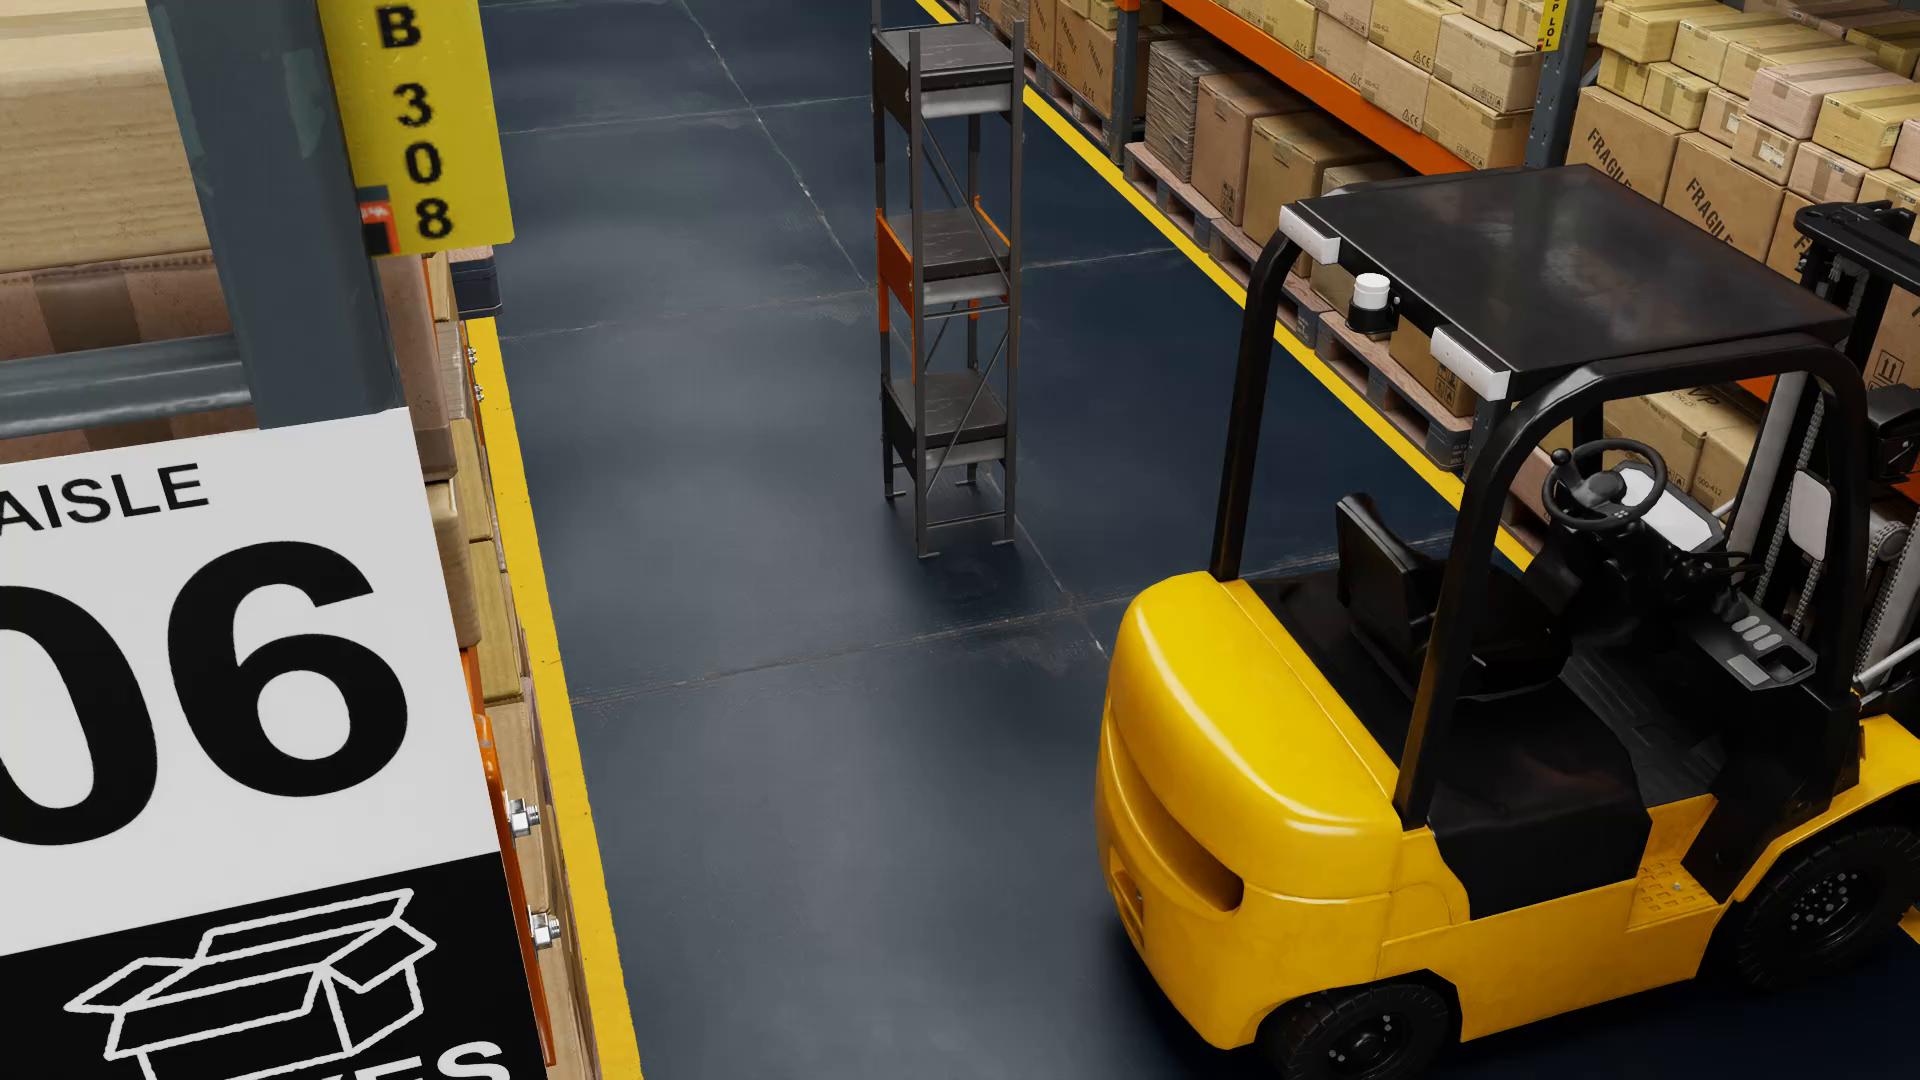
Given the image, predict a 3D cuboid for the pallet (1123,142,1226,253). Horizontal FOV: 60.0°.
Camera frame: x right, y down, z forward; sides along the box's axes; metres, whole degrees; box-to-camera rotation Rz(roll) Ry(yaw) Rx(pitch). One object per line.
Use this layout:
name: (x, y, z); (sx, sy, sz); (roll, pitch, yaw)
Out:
pallet: (1.637, -2.055, 9.669); (1.003, 0.211, 1.213); (-10, 35, -15)

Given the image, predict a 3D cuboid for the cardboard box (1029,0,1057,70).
cardboard box: (0.785, -3.514, 11.234); (0.500, 0.500, 0.500); (-9, 34, -13)

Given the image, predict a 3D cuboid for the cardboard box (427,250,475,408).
cardboard box: (-1.547, -0.426, 4.313); (0.500, 0.500, 0.500); (-9, 34, -13)

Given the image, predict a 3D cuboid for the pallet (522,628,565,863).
pallet: (-1.844, 0.789, 5.364); (1.003, 0.211, 1.213); (-10, 35, -15)

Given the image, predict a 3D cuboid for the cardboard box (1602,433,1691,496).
cardboard box: (2.653, -0.224, 6.028); (0.500, 0.250, 0.500); (-10, 35, -15)

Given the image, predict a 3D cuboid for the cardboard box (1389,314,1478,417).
cardboard box: (2.474, -1.014, 7.337); (0.875, 0.625, 0.625); (-8, 34, -13)

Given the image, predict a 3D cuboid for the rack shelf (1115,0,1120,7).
rack shelf: (0.813, -4.407, 11.351); (1.077, 0.370, 4.000); (-10, 35, -15)

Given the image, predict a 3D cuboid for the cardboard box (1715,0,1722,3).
cardboard box: (2.741, -2.090, 6.513); (0.380, 0.149, 0.250); (-11, 35, -16)

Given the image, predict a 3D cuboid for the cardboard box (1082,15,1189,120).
cardboard box: (1.090, -2.976, 10.419); (0.500, 0.500, 0.500); (-9, 35, -13)

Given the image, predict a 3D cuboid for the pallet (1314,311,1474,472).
pallet: (2.382, -0.774, 7.730); (1.003, 0.211, 1.213); (-10, 35, -15)

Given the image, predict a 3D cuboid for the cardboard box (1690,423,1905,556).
cardboard box: (2.801, -0.166, 5.487); (0.500, 0.250, 0.500); (-9, 34, -13)

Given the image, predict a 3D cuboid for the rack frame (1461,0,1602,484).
rack frame: (2.643, -1.557, 6.386); (1.000, 3.000, 0.127); (-10, 35, -15)

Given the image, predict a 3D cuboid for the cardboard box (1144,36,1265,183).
cardboard box: (1.601, -2.512, 9.604); (0.875, 0.625, 0.625); (-9, 34, -13)

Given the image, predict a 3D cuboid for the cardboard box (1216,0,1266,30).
cardboard box: (1.638, -2.787, 8.382); (0.500, 0.250, 0.500); (-11, 35, -16)

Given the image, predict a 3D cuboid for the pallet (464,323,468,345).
pallet: (-3.066, -1.247, 8.445); (1.003, 0.211, 1.213); (-10, 35, -15)

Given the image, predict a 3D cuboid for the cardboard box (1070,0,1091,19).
cardboard box: (0.919, -3.415, 10.496); (0.380, 0.149, 0.250); (-12, 35, -17)

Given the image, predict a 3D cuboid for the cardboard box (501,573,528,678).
cardboard box: (-1.490, 0.471, 4.750); (0.500, 0.500, 0.500); (-9, 35, -14)

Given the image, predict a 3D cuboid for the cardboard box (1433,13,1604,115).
cardboard box: (2.250, -1.918, 6.615); (0.500, 0.250, 0.500); (-11, 35, -16)

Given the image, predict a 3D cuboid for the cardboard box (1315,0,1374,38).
cardboard box: (1.936, -2.456, 7.429); (0.500, 0.250, 0.500); (-9, 35, -14)

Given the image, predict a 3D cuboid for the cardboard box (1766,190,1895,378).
cardboard box: (2.860, -0.786, 5.128); (0.500, 0.500, 0.500); (-10, 35, -15)

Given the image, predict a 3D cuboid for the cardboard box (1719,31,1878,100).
cardboard box: (2.710, -1.522, 5.384); (0.380, 0.149, 0.250); (-11, 35, -16)

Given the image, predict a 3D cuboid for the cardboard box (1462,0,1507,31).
cardboard box: (2.232, -2.144, 6.595); (0.380, 0.149, 0.250); (-11, 35, -15)

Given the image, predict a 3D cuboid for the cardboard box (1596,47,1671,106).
cardboard box: (2.490, -1.658, 5.859); (0.380, 0.149, 0.250); (-11, 35, -15)

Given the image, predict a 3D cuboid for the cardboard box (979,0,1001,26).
cardboard box: (0.456, -4.057, 12.056); (0.500, 0.500, 0.500); (-11, 35, -16)

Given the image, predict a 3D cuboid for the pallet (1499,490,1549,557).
pallet: (2.846, 0.031, 6.512); (1.003, 0.211, 1.213); (-10, 35, -15)

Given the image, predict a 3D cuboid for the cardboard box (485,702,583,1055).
cardboard box: (-0.904, 0.647, 2.690); (0.500, 0.500, 0.500); (-9, 35, -13)

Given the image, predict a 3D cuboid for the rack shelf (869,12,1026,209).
rack shelf: (-0.050, -1.536, 5.924); (0.431, 0.518, 0.480); (-10, 35, -15)

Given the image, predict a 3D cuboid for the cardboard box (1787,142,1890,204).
cardboard box: (2.760, -1.110, 5.030); (0.380, 0.149, 0.250); (-10, 35, -15)

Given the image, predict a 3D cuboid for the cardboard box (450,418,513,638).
cardboard box: (-1.223, 0.114, 3.496); (0.500, 0.500, 0.500); (-11, 35, -16)

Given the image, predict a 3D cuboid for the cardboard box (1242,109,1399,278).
cardboard box: (2.013, -1.817, 8.552); (0.875, 0.625, 0.625); (-11, 35, -17)

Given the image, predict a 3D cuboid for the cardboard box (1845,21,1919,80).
cardboard box: (3.159, -1.602, 5.504); (0.380, 0.149, 0.250); (-10, 35, -15)

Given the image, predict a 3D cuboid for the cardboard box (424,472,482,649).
cardboard box: (-0.654, 0.004, 1.530); (0.380, 0.149, 0.250); (-10, 35, -15)

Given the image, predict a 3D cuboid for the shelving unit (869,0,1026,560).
shelving unit: (-0.050, -0.963, 6.303); (0.431, 2.100, 0.503); (-10, 35, -15)

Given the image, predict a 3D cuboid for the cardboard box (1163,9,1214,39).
cardboard box: (1.562, -3.058, 10.544); (0.500, 0.500, 0.500); (-9, 34, -13)

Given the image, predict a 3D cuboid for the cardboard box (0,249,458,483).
cardboard box: (-0.762, -0.242, 1.541); (0.500, 0.250, 0.500); (-11, 35, -16)

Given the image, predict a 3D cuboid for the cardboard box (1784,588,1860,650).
cardboard box: (2.948, 0.307, 5.224); (0.500, 0.250, 0.500); (-10, 35, -15)

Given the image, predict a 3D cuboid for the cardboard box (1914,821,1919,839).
cardboard box: (3.133, 0.794, 4.940); (0.500, 0.250, 0.500); (-10, 35, -14)

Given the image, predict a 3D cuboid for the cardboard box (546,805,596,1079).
cardboard box: (-1.162, 1.018, 3.922); (0.500, 0.500, 0.500); (-9, 35, -14)

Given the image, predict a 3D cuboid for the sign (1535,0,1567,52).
sign: (2.130, -1.911, 5.943); (0.100, 0.325, 0.005); (-10, 35, -15)

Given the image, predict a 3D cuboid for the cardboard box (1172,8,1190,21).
cardboard box: (1.561, -3.387, 10.452); (0.380, 0.149, 0.250); (-8, 34, -12)

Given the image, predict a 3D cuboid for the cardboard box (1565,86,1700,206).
cardboard box: (2.530, -1.322, 5.939); (0.500, 0.500, 0.500); (-11, 35, -16)

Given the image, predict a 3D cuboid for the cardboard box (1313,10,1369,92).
cardboard box: (1.960, -2.244, 7.561); (0.500, 0.250, 0.500); (-10, 35, -14)

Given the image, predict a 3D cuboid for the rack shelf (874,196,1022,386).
rack shelf: (-0.050, -0.952, 6.310); (0.431, 0.518, 0.480); (-10, 35, -15)

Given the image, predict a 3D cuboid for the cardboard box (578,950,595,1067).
cardboard box: (-1.172, 1.328, 4.133); (0.500, 0.250, 0.500); (-8, 34, -12)

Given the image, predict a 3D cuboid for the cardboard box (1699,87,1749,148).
cardboard box: (2.677, -1.390, 5.454); (0.380, 0.149, 0.250); (-10, 35, -15)

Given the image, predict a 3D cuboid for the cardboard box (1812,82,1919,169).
cardboard box: (2.796, -1.238, 4.954); (0.380, 0.149, 0.250); (-11, 35, -15)

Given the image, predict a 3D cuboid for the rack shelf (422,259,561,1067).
rack shelf: (-1.472, -0.622, 2.902); (1.077, 0.370, 4.000); (-10, 35, -15)

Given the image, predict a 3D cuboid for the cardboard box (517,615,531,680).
cardboard box: (-1.646, 0.517, 5.361); (0.500, 0.250, 0.500); (-8, 34, -13)

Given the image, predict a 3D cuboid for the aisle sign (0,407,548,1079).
aisle sign: (-0.548, 0.275, 1.255); (0.394, 0.787, 0.004); (-10, 35, -15)

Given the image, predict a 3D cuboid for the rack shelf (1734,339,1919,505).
rack shelf: (3.254, -0.207, 4.995); (1.077, 0.370, 4.000); (-10, 35, -15)

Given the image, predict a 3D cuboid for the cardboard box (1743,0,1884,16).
cardboard box: (3.029, -1.877, 5.921); (0.380, 0.149, 0.250); (-10, 35, -15)

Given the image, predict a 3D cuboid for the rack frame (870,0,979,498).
rack frame: (-0.125, -1.091, 6.497); (0.400, 2.100, 0.015); (-10, 35, -15)

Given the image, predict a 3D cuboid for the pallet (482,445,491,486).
pallet: (-2.321, 0.034, 6.507); (1.003, 0.211, 1.213); (-10, 35, -15)

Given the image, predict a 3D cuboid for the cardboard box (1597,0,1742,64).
cardboard box: (2.458, -1.777, 5.769); (0.380, 0.149, 0.250); (-9, 35, -14)

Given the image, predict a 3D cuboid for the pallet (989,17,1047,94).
pallet: (0.863, -3.532, 11.903); (1.003, 0.211, 1.213); (-10, 35, -15)

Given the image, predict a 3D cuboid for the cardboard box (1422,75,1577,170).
cardboard box: (2.241, -1.715, 6.761); (0.500, 0.250, 0.500); (-9, 35, -14)
